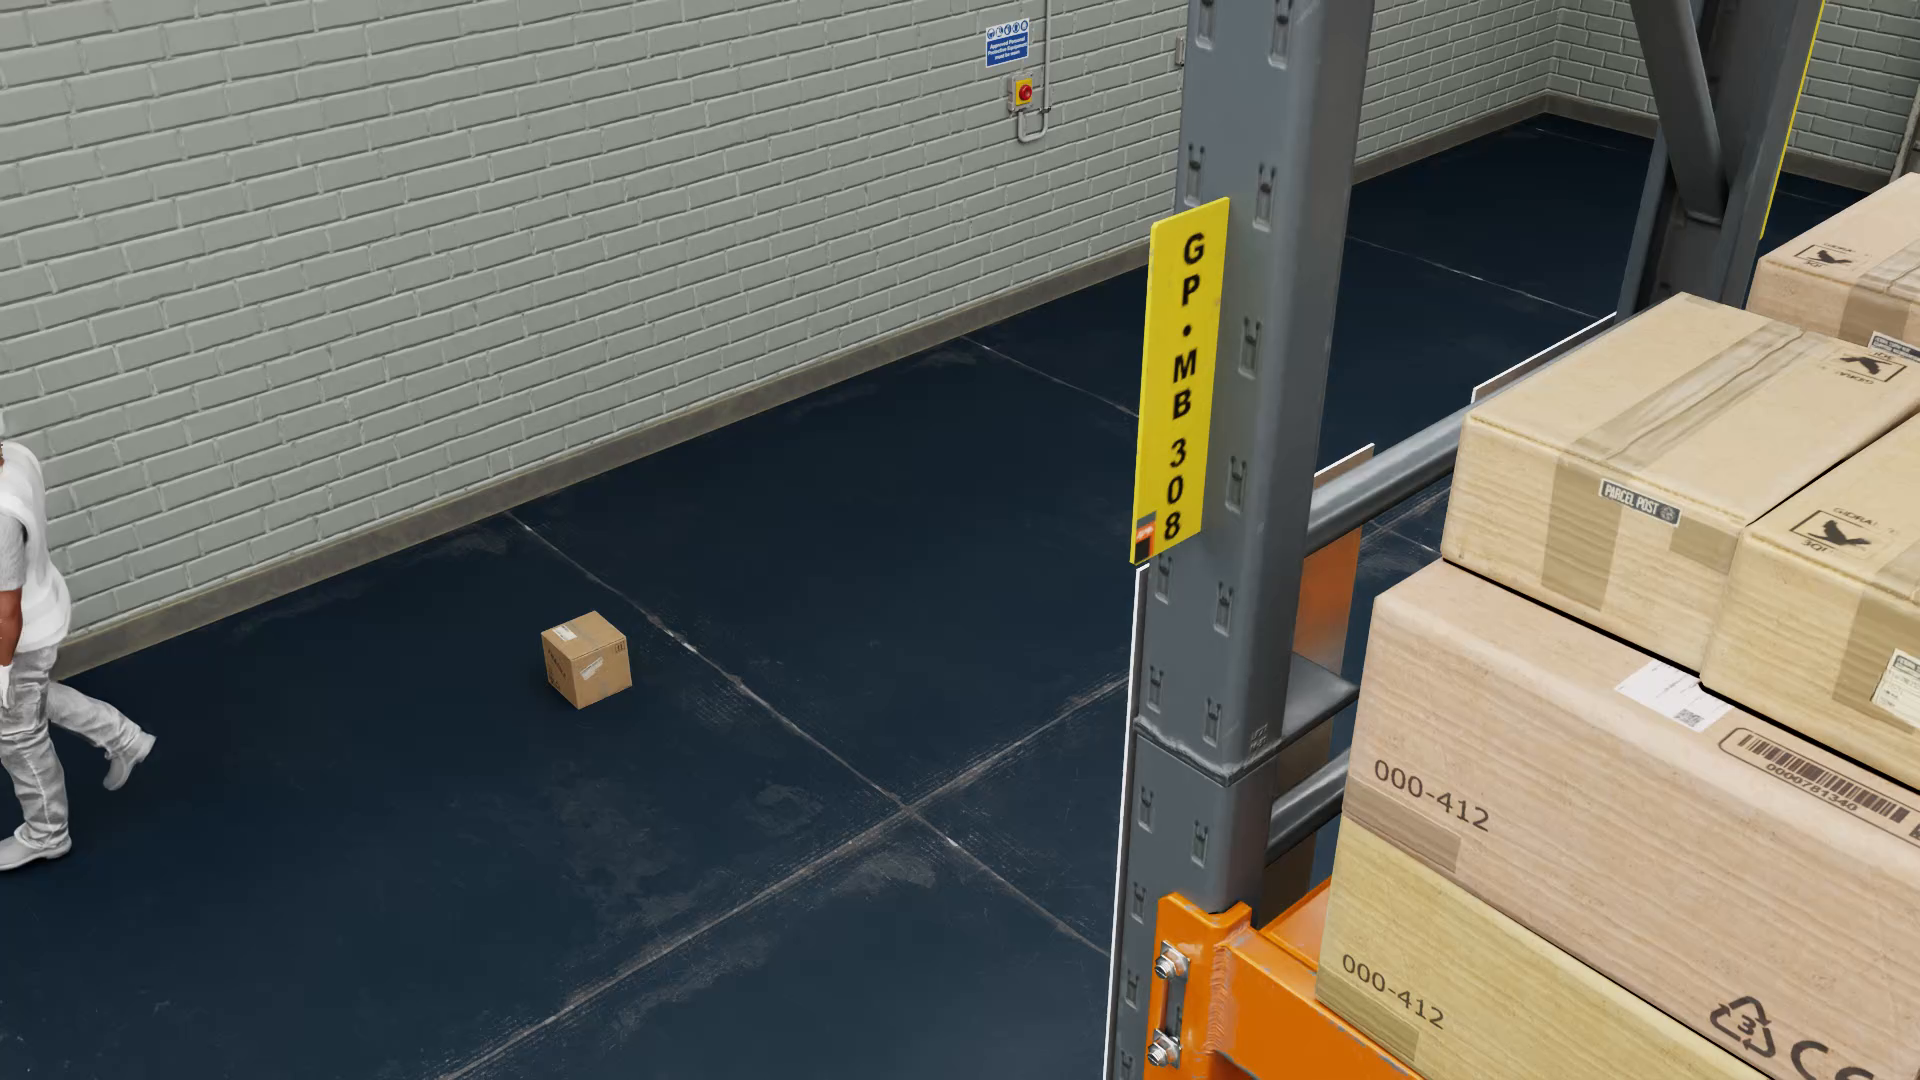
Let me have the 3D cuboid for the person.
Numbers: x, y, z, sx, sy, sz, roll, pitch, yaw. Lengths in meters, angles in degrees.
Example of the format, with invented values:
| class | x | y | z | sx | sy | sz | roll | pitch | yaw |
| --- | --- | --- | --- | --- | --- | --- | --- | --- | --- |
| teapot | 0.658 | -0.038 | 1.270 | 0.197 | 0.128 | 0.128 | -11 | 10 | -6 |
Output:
| class | x | y | z | sx | sy | sz | roll | pitch | yaw |
| --- | --- | --- | --- | --- | --- | --- | --- | --- | --- |
| person | -3.208 | 0.300 | 5.579 | 0.634 | 1.780 | 0.600 | -11 | 33 | -17 |
